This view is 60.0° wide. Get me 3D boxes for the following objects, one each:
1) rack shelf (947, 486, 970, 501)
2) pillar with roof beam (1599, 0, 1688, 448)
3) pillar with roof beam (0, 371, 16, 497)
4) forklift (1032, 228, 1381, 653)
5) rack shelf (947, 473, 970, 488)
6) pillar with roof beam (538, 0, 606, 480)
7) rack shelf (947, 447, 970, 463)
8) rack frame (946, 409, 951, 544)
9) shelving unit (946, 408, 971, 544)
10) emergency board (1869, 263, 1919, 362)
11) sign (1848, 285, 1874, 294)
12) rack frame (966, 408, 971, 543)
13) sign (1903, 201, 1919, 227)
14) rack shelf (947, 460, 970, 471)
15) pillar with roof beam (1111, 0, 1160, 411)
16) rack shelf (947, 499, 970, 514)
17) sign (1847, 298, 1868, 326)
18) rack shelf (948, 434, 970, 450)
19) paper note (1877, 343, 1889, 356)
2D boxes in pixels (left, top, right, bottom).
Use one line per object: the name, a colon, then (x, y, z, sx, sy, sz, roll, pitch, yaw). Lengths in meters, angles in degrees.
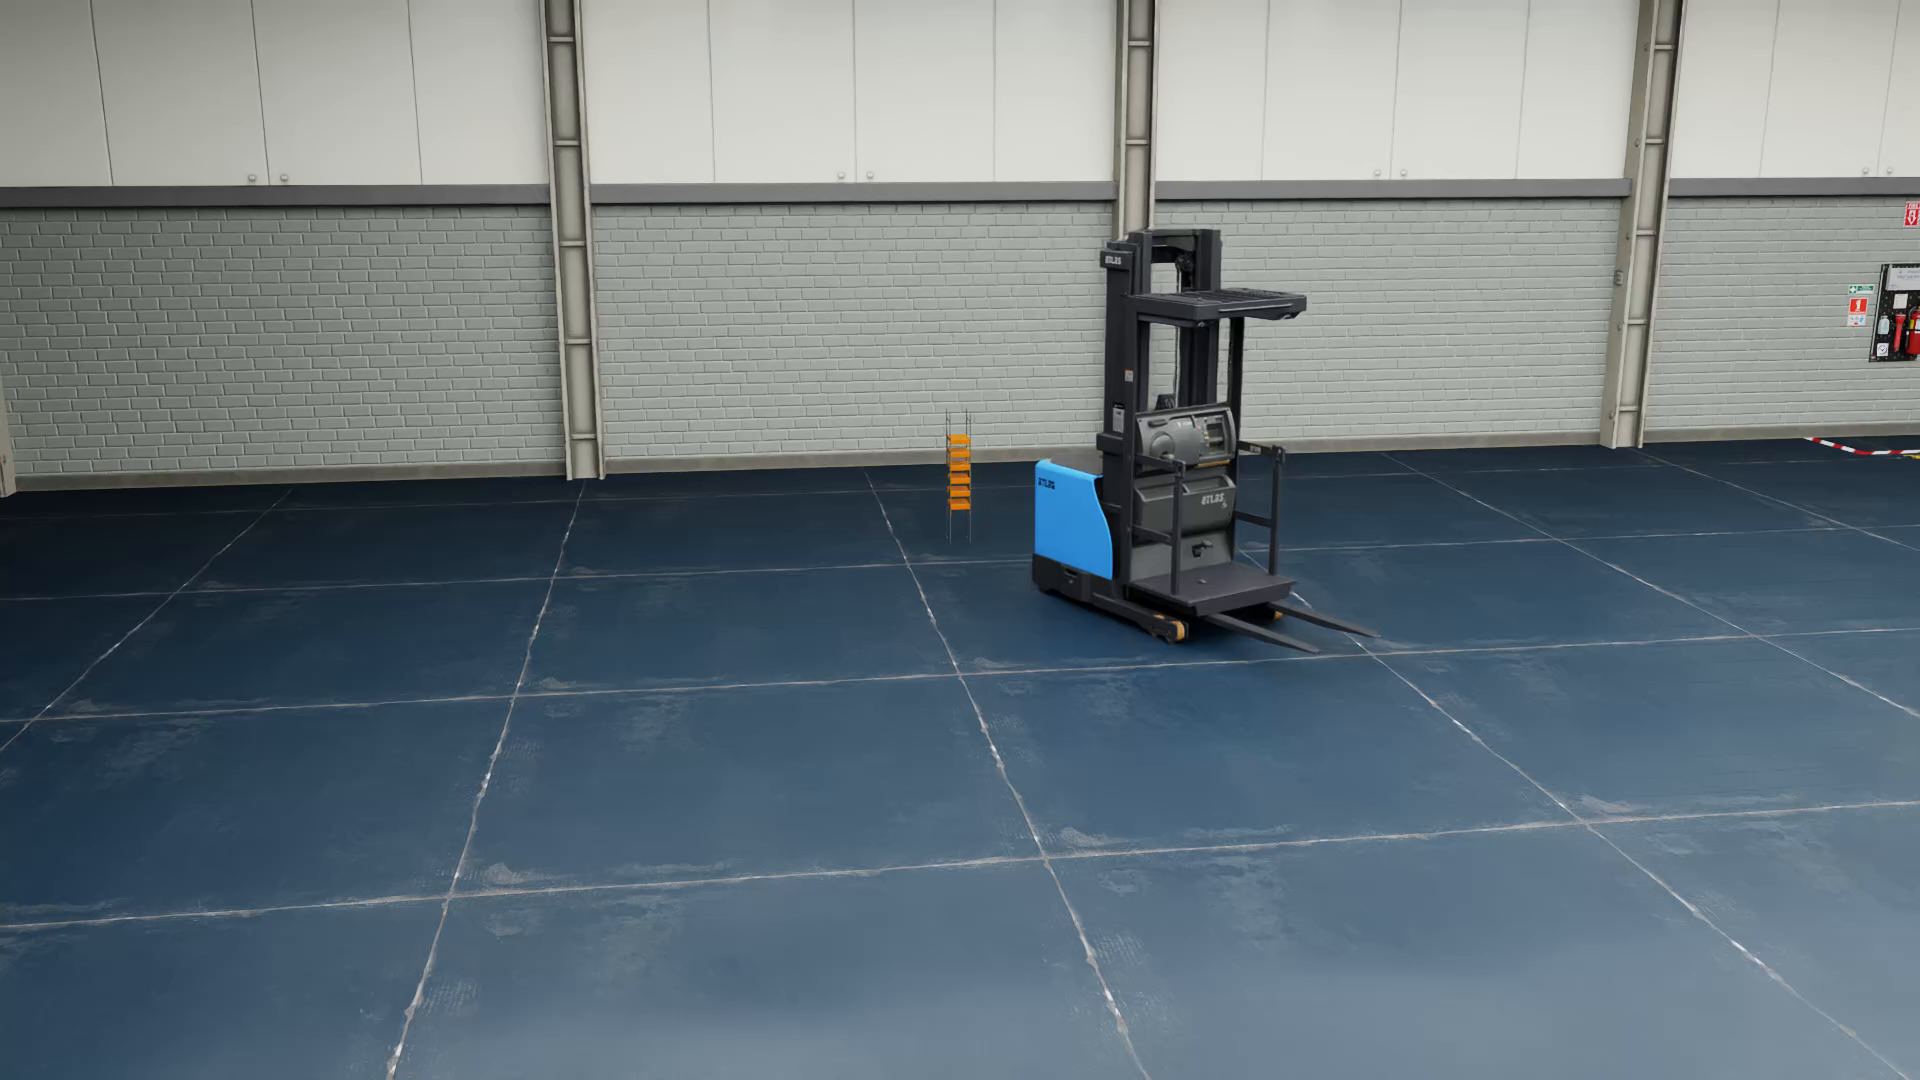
rack shelf: (-0.014, -0.422, 15.142, 0.180, 0.103, 0.258, -2, 14, -8)
pillar with roof beam: (8.468, -4.449, 14.491, 0.400, 9.000, 9.100, -2, 14, -8)
pillar with roof beam: (-9.331, -3.797, 11.890, 0.400, 9.000, 9.100, -2, 14, -8)
forklift: (1.834, -0.795, 12.393, 1.130, 2.935, 3.031, -9, 17, -33)
rack shelf: (-0.014, -0.538, 15.113, 0.180, 0.103, 0.258, -2, 14, -8)
pillar with roof beam: (-3.398, -4.014, 12.757, 0.400, 9.000, 9.100, -2, 14, -8)
rack shelf: (-0.014, -0.771, 15.054, 0.180, 0.103, 0.258, -2, 14, -8)
rack frame: (-0.105, -0.578, 15.089, 0.006, 1.200, 0.240, -2, 14, -8)
shelving unit: (-0.014, -0.581, 15.102, 0.189, 1.200, 0.258, -2, 14, -8)
emergency board: (11.311, -2.712, 19.897, 0.643, 1.169, 0.194, -2, 14, -8)
sign: (10.754, -2.989, 19.839, 0.331, 0.109, 0.001, -2, 14, -8)
rack frame: (0.076, -0.585, 15.115, 0.006, 1.200, 0.240, -2, 14, -8)
sign: (11.288, -3.860, 19.709, 0.199, 0.298, 0.001, -2, 14, -8)
rack shelf: (-0.014, -0.655, 15.084, 0.180, 0.103, 0.258, -2, 14, -8)
pillar with roof beam: (2.535, -4.232, 13.624, 0.400, 9.000, 9.100, -2, 14, -8)
rack shelf: (-0.014, -0.306, 15.171, 0.180, 0.103, 0.258, -2, 14, -8)
sign: (10.749, -2.734, 19.911, 0.234, 0.329, 0.001, -2, 14, -8)
rack shelf: (-0.014, -0.888, 15.025, 0.180, 0.103, 0.258, -2, 14, -8)
paper note: (11.125, -2.295, 20.044, 0.142, 0.148, 0.016, -2, 14, -8)
